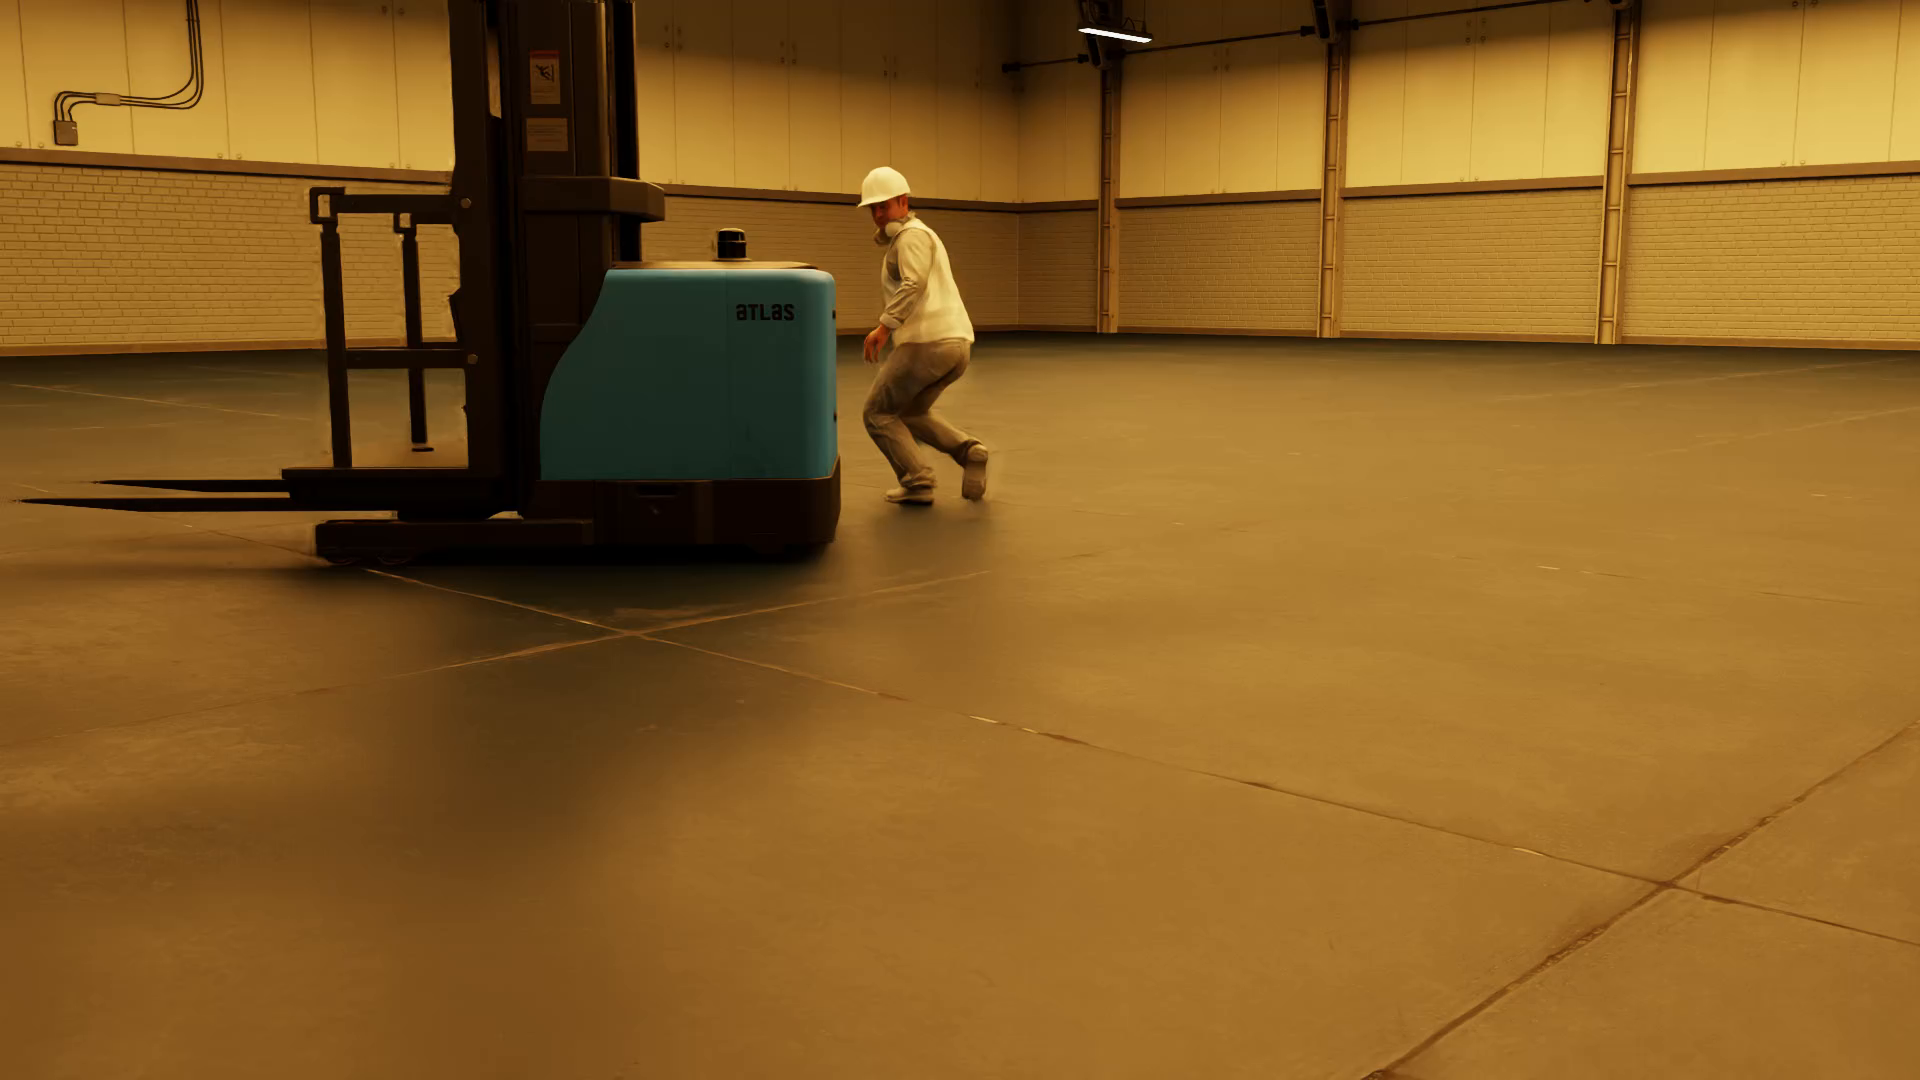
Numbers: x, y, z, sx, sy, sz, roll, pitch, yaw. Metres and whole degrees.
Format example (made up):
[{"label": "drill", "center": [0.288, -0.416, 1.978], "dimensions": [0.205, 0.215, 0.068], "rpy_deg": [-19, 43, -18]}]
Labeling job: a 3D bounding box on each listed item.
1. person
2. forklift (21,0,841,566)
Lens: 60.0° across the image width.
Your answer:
[{"label": "person", "center": [-0.152, -0.963, 7.932], "dimensions": [0.575, 1.594, 0.891], "rpy_deg": [3, 9, 19]}, {"label": "forklift", "center": [-2.006, -1.435, 6.404], "dimensions": [3.031, 2.935, 1.130], "rpy_deg": [0, 9, -2]}]
